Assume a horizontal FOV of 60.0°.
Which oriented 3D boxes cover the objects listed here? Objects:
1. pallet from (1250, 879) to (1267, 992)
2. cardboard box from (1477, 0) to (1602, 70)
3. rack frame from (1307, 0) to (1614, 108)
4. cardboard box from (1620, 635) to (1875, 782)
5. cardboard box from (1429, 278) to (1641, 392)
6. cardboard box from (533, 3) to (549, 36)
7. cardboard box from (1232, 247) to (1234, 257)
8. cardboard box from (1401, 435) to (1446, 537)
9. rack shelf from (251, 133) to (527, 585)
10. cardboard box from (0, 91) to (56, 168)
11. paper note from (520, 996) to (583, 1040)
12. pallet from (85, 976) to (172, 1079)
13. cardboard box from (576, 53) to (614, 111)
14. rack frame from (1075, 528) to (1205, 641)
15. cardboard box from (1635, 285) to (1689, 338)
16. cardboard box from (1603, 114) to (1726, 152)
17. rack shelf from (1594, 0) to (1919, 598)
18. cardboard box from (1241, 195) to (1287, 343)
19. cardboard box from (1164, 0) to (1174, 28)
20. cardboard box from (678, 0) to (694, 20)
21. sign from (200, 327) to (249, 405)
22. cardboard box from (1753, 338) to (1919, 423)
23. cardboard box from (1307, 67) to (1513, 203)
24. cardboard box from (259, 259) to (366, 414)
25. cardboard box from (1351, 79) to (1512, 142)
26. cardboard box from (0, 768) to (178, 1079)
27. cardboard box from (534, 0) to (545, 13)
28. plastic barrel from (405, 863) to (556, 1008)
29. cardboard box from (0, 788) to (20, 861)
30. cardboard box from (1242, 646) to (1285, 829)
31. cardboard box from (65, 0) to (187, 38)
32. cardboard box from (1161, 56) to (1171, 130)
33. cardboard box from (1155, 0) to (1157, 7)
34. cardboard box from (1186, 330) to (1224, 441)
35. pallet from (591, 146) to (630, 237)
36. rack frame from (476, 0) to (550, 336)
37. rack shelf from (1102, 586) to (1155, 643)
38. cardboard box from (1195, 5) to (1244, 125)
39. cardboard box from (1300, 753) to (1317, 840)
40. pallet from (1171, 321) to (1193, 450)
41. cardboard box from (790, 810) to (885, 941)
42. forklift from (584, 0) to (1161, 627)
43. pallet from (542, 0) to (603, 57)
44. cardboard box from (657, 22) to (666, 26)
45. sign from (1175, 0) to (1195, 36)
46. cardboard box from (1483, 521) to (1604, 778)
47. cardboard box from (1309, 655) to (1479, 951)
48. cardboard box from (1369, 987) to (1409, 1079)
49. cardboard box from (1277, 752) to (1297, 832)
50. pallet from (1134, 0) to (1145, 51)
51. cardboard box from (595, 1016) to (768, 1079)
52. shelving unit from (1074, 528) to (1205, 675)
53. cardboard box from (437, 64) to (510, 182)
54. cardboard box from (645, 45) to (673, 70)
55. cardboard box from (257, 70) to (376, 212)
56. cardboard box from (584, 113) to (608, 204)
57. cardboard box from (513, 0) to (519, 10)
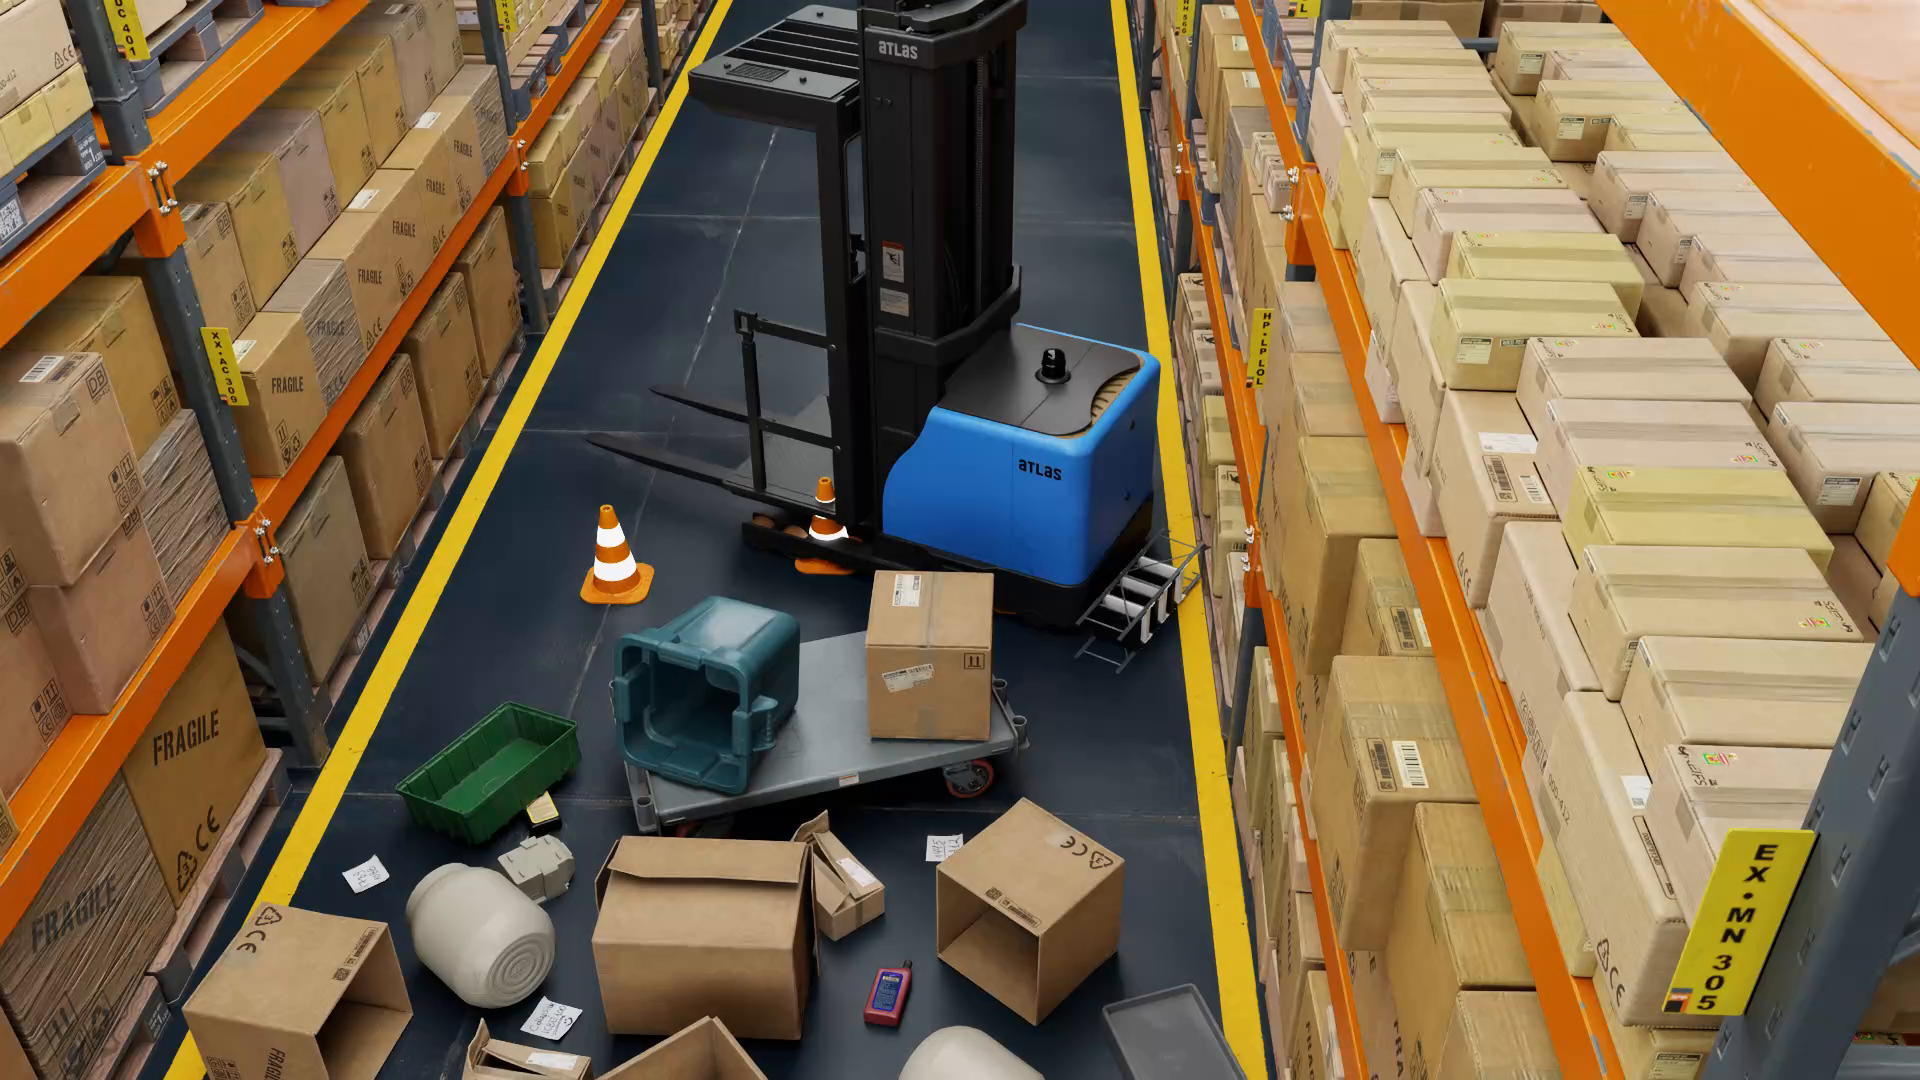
[{"bbox_3d":[1.672,1.316,6.640,1.003,0.211,1.213,1,35,2],"label":"pallet"},{"bbox_3d":[2.088,-1.876,5.913,0.500,0.250,0.500,0,35,1],"label":"cardboard box"},{"bbox_3d":[1.664,-2.666,4.663,1.000,3.000,0.127,1,35,2],"label":"rack frame"},{"bbox_3d":[1.270,0.287,2.595,0.380,0.149,0.250,2,35,3],"label":"cardboard box"},{"bbox_3d":[1.249,-0.447,3.640,0.380,0.149,0.250,2,35,3],"label":"cardboard box"},{"bbox_3d":[-2.876,-3.352,10.710,0.380,0.149,0.250,3,35,4],"label":"cardboard box"},{"bbox_3d":[1.512,-1.469,8.031,0.380,0.149,0.250,2,35,3],"label":"cardboard box"},{"bbox_3d":[1.255,-0.133,3.886,0.380,0.149,0.250,1,35,1],"label":"cardboard box"},{"bbox_3d":[-3.206,-1.123,8.310,1.077,0.370,4.000,1,35,2],"label":"rack shelf"},{"bbox_3d":[-2.992,-1.244,5.014,0.380,0.149,0.250,2,35,3],"label":"cardboard box"},{"bbox_3d":[-1.513,1.772,6.154,0.172,0.023,0.155,13,37,18],"label":"paper note"},{"bbox_3d":[-3.442,2.011,5.651,1.003,0.211,1.213,1,35,2],"label":"pallet"},{"bbox_3d":[-2.784,-3.288,11.921,0.500,0.250,0.500,0,35,0],"label":"cardboard box"},{"bbox_3d":[0.881,0.202,8.035,0.240,0.006,0.900,20,41,26],"label":"rack frame"},{"bbox_3d":[1.855,-0.364,3.868,0.500,0.250,0.500,2,35,3],"label":"cardboard box"},{"bbox_3d":[1.956,-1.025,4.461,0.380,0.149,0.250,2,35,3],"label":"cardboard box"},{"bbox_3d":[1.583,-1.222,3.236,1.077,0.370,4.000,1,35,2],"label":"rack shelf"},{"bbox_3d":[1.471,-1.102,6.944,0.500,0.500,0.500,2,35,2],"label":"cardboard box"},{"bbox_3d":[1.607,-3.527,10.801,0.500,0.250,0.500,0,35,1],"label":"cardboard box"},{"bbox_3d":[-2.618,-4.818,15.057,0.380,0.149,0.250,0,35,1],"label":"cardboard box"},{"bbox_3d":[-2.732,-0.643,6.180,0.100,0.325,0.005,1,35,2],"label":"sign"},{"bbox_3d":[1.878,-0.287,3.411,0.380,0.149,0.250,2,35,3],"label":"cardboard box"},{"bbox_3d":[1.372,-1.253,5.133,0.500,0.250,0.500,1,35,1],"label":"cardboard box"},{"bbox_3d":[-2.977,-0.895,7.274,0.500,0.500,0.500,2,35,2],"label":"cardboard box"},{"bbox_3d":[1.324,-1.188,4.693,0.380,0.149,0.250,0,35,0],"label":"cardboard box"},{"bbox_3d":[-3.414,1.307,5.710,0.875,0.875,0.875,2,35,2],"label":"cardboard box"},{"bbox_3d":[-2.880,-3.484,10.639,0.380,0.149,0.250,1,35,2],"label":"cardboard box"},{"bbox_3d":[-1.799,1.473,6.231,0.512,0.421,0.421,28,44,33],"label":"plastic barrel"},{"bbox_3d":[-3.349,0.814,4.799,0.875,0.550,0.500,1,35,2],"label":"cardboard box"},{"bbox_3d":[1.370,0.767,6.369,0.500,0.500,0.500,3,35,4],"label":"cardboard box"},{"bbox_3d":[-3.013,-1.994,5.980,0.258,0.266,0.396,1,35,1],"label":"cardboard box"},{"bbox_3d":[2.040,-3.753,12.909,0.875,0.875,0.875,2,35,3],"label":"cardboard box"},{"bbox_3d":[1.648,-3.909,11.779,0.500,0.250,0.500,1,35,2],"label":"cardboard box"},{"bbox_3d":[1.770,-0.858,9.228,0.950,0.372,0.625,1,35,1],"label":"cardboard box"},{"bbox_3d":[-3.041,-2.573,12.174,1.003,0.211,1.213,1,35,2],"label":"pallet"},{"bbox_3d":[-3.126,-2.566,9.738,1.000,3.000,0.127,1,35,2],"label":"rack frame"},{"bbox_3d":[0.804,0.358,7.994,0.258,0.200,0.077,20,41,26],"label":"rack shelf"},{"bbox_3d":[1.575,-2.591,9.063,0.500,0.500,0.500,0,35,1],"label":"cardboard box"},{"bbox_3d":[1.270,0.799,5.168,0.380,0.149,0.250,1,35,2],"label":"cardboard box"},{"bbox_3d":[1.791,-0.920,9.821,1.003,0.211,1.213,1,35,2],"label":"pallet"},{"bbox_3d":[-0.514,1.325,6.579,0.258,0.266,0.396,-24,42,-30],"label":"cardboard box"},{"bbox_3d":[-0.557,-1.359,8.080,3.031,2.935,1.130,16,38,21],"label":"forklift"},{"bbox_3d":[-3.087,-3.626,11.413,1.003,0.211,1.213,1,35,2],"label":"pallet"},{"bbox_3d":[-2.710,-4.340,14.118,0.380,0.149,0.250,2,35,2],"label":"cardboard box"},{"bbox_3d":[1.269,-2.995,9.341,0.100,0.325,0.005,1,35,2],"label":"sign"},{"bbox_3d":[1.289,0.210,3.052,0.500,0.250,0.500,1,35,1],"label":"cardboard box"},{"bbox_3d":[1.251,0.630,3.975,0.700,0.500,0.500,1,35,1],"label":"cardboard box"},{"bbox_3d":[1.274,1.318,3.866,0.500,0.500,0.500,1,35,2],"label":"cardboard box"},{"bbox_3d":[1.286,0.868,5.662,0.380,0.149,0.250,3,35,4],"label":"cardboard box"},{"bbox_3d":[2.140,-4.805,15.349,1.003,0.211,1.213,1,35,2],"label":"pallet"},{"bbox_3d":[-0.956,2.040,5.355,0.797,0.503,0.637,-24,42,-30],"label":"cardboard box"},{"bbox_3d":[0.882,0.285,8.094,0.258,0.210,0.900,20,41,26],"label":"shelving unit"},{"bbox_3d":[-2.876,-2.342,9.333,0.500,0.500,0.500,1,35,2],"label":"cardboard box"},{"bbox_3d":[-2.630,-4.072,13.995,0.380,0.149,0.250,0,35,0],"label":"cardboard box"},{"bbox_3d":[-3.212,-1.879,7.805,0.700,0.500,0.500,1,35,1],"label":"cardboard box"},{"bbox_3d":[-2.810,-2.700,11.737,0.500,0.500,0.500,0,35,1],"label":"cardboard box"},{"bbox_3d":[-2.906,-3.294,10.110,0.380,0.149,0.250,0,35,1],"label":"cardboard box"}]
